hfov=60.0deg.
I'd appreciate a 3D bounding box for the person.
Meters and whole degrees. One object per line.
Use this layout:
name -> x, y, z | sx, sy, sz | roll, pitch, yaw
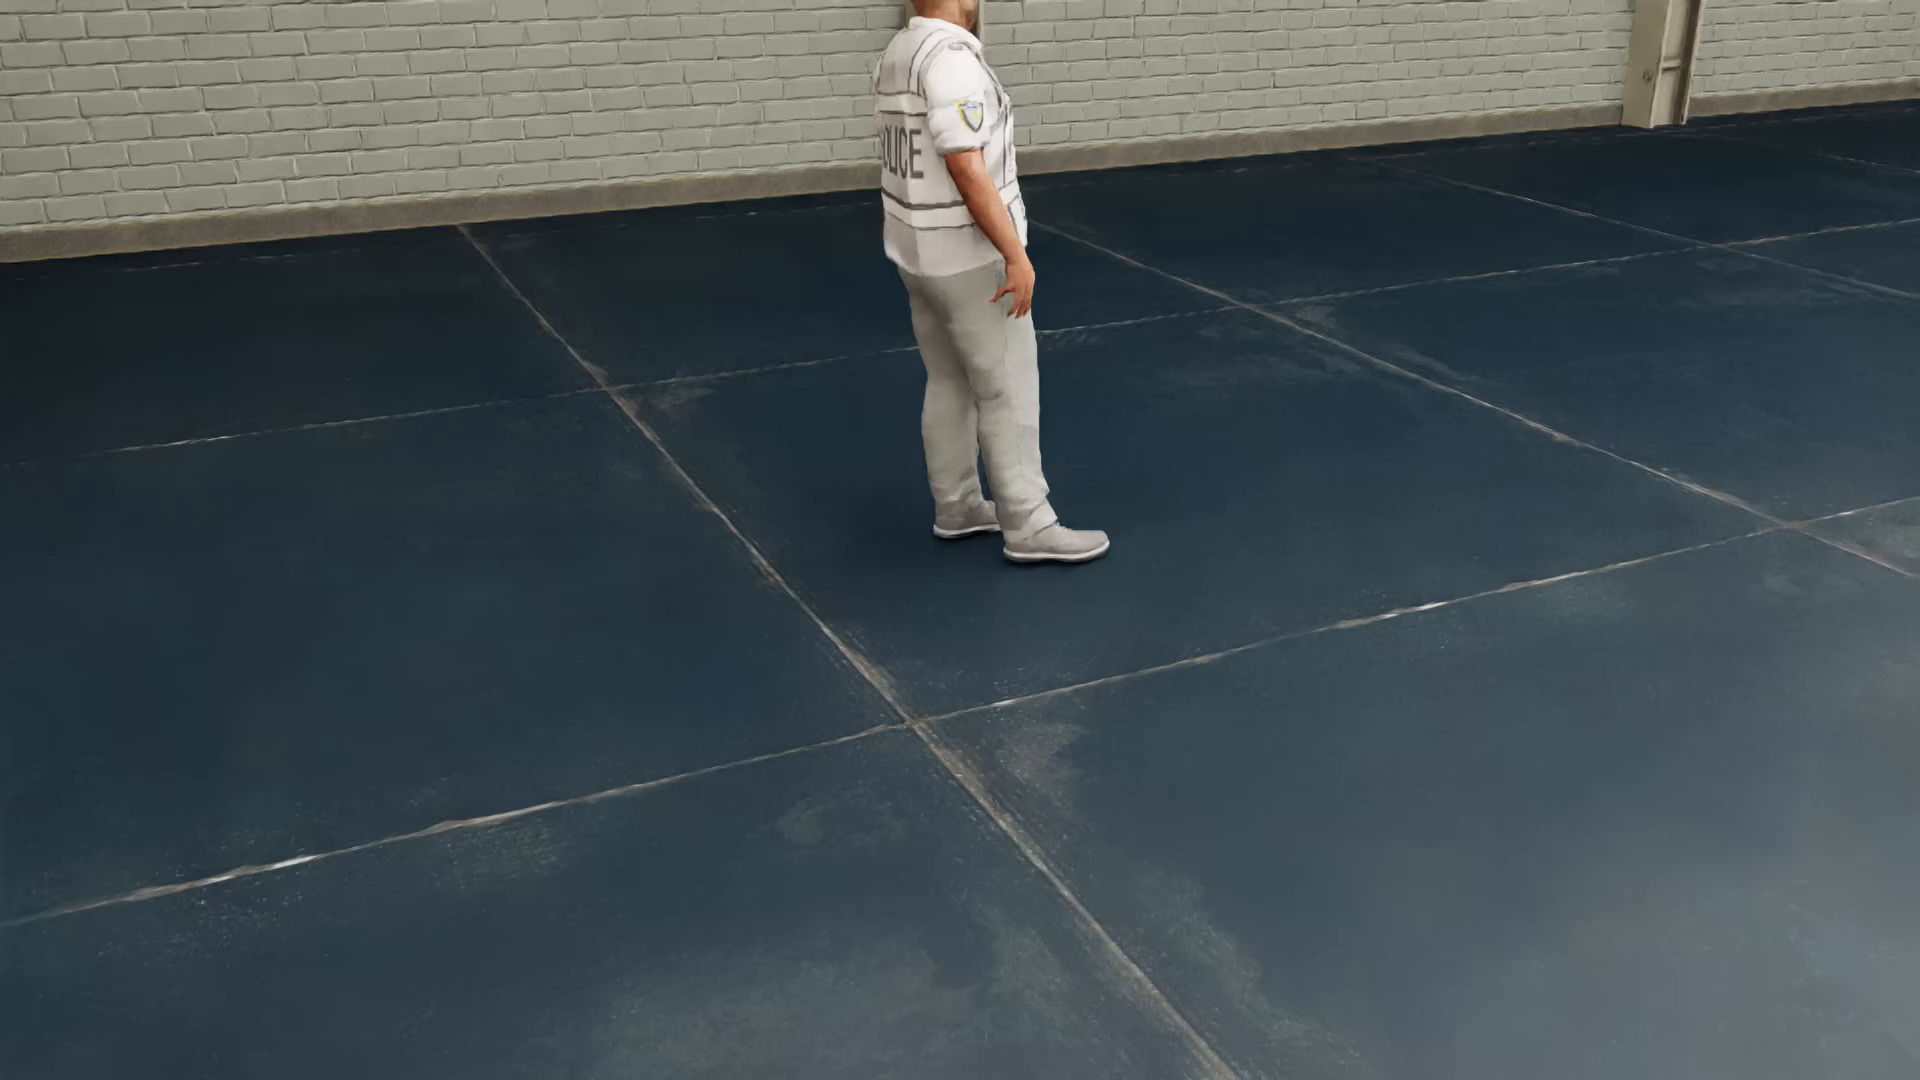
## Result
person -> 0.075, -0.839, 4.782 | 0.574, 1.781, 0.640 | -10, 25, -23
